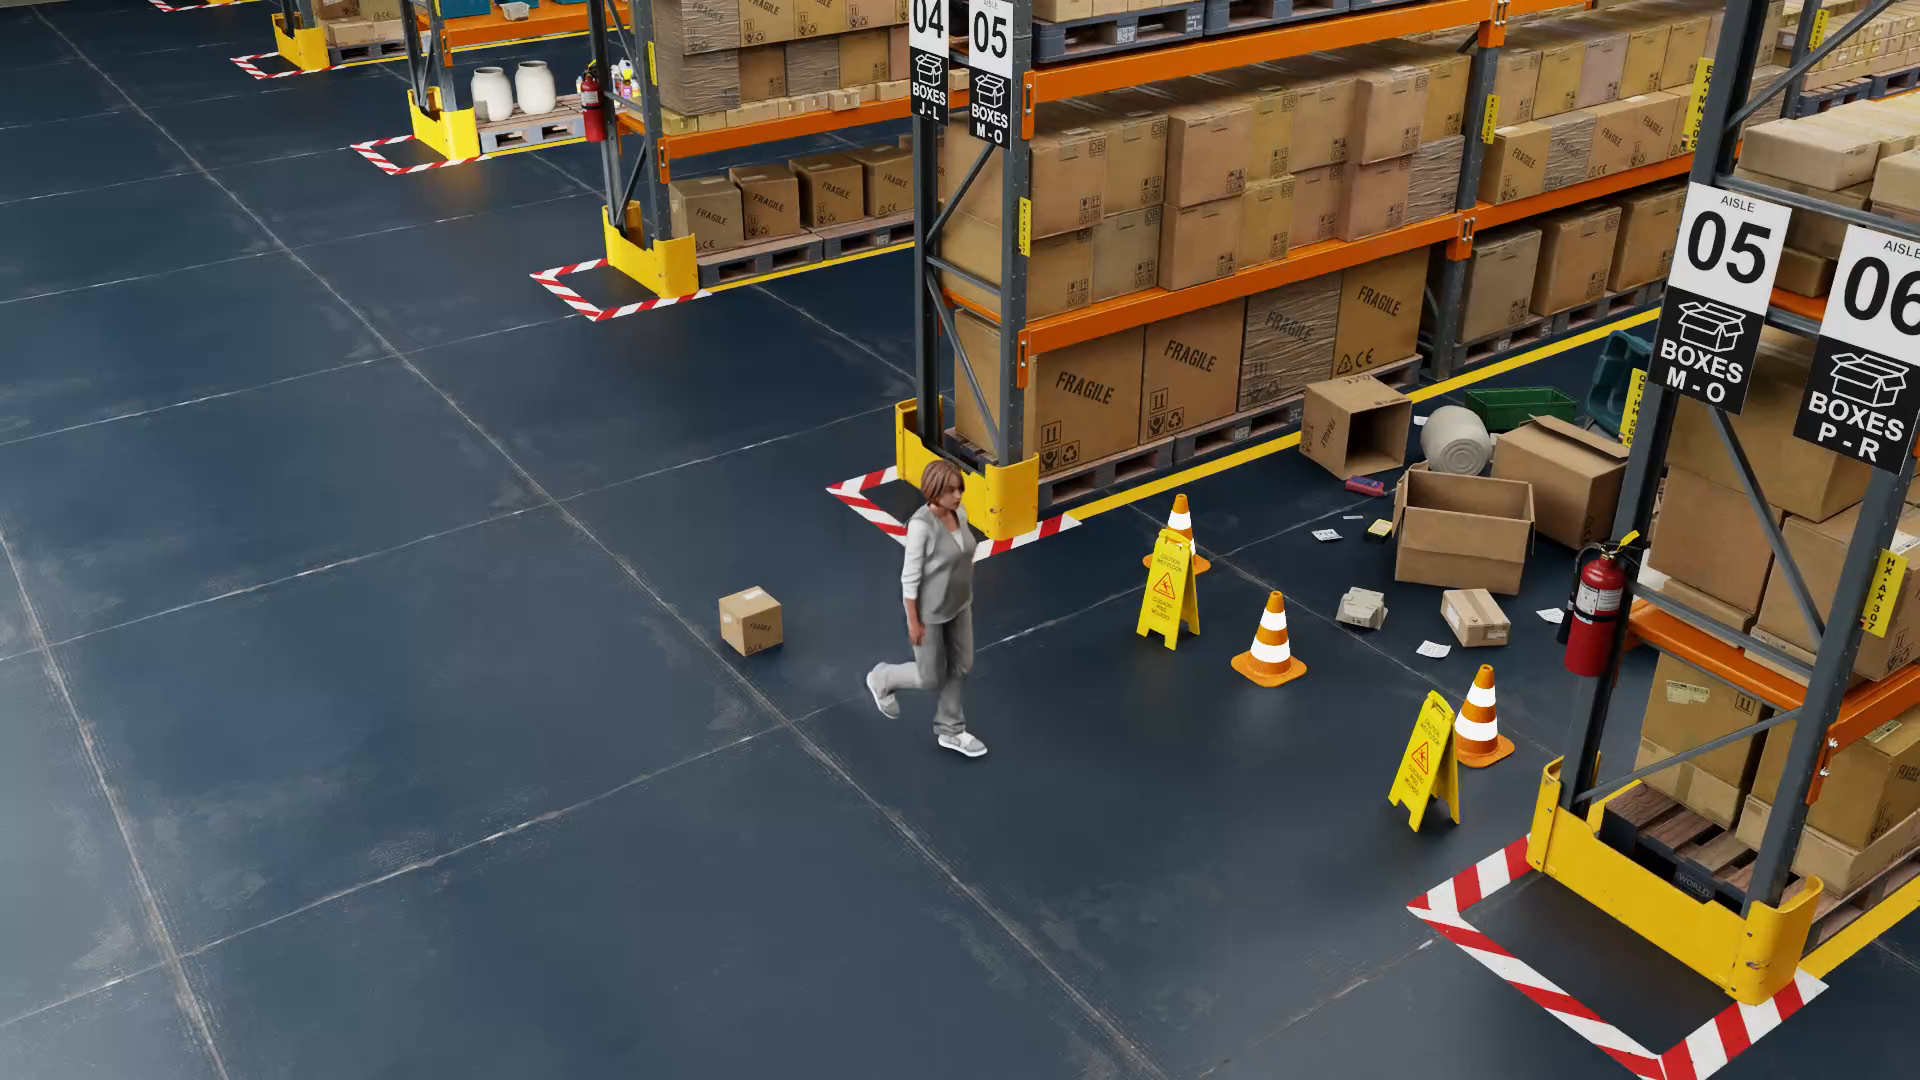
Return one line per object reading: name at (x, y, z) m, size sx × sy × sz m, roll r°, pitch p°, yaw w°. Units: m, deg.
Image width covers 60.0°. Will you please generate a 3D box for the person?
person at (-0.166, 0.311, 8.038) m, size 0.666 × 1.578 × 0.424 m, roll 21°, pitch 35°, yaw 33°
